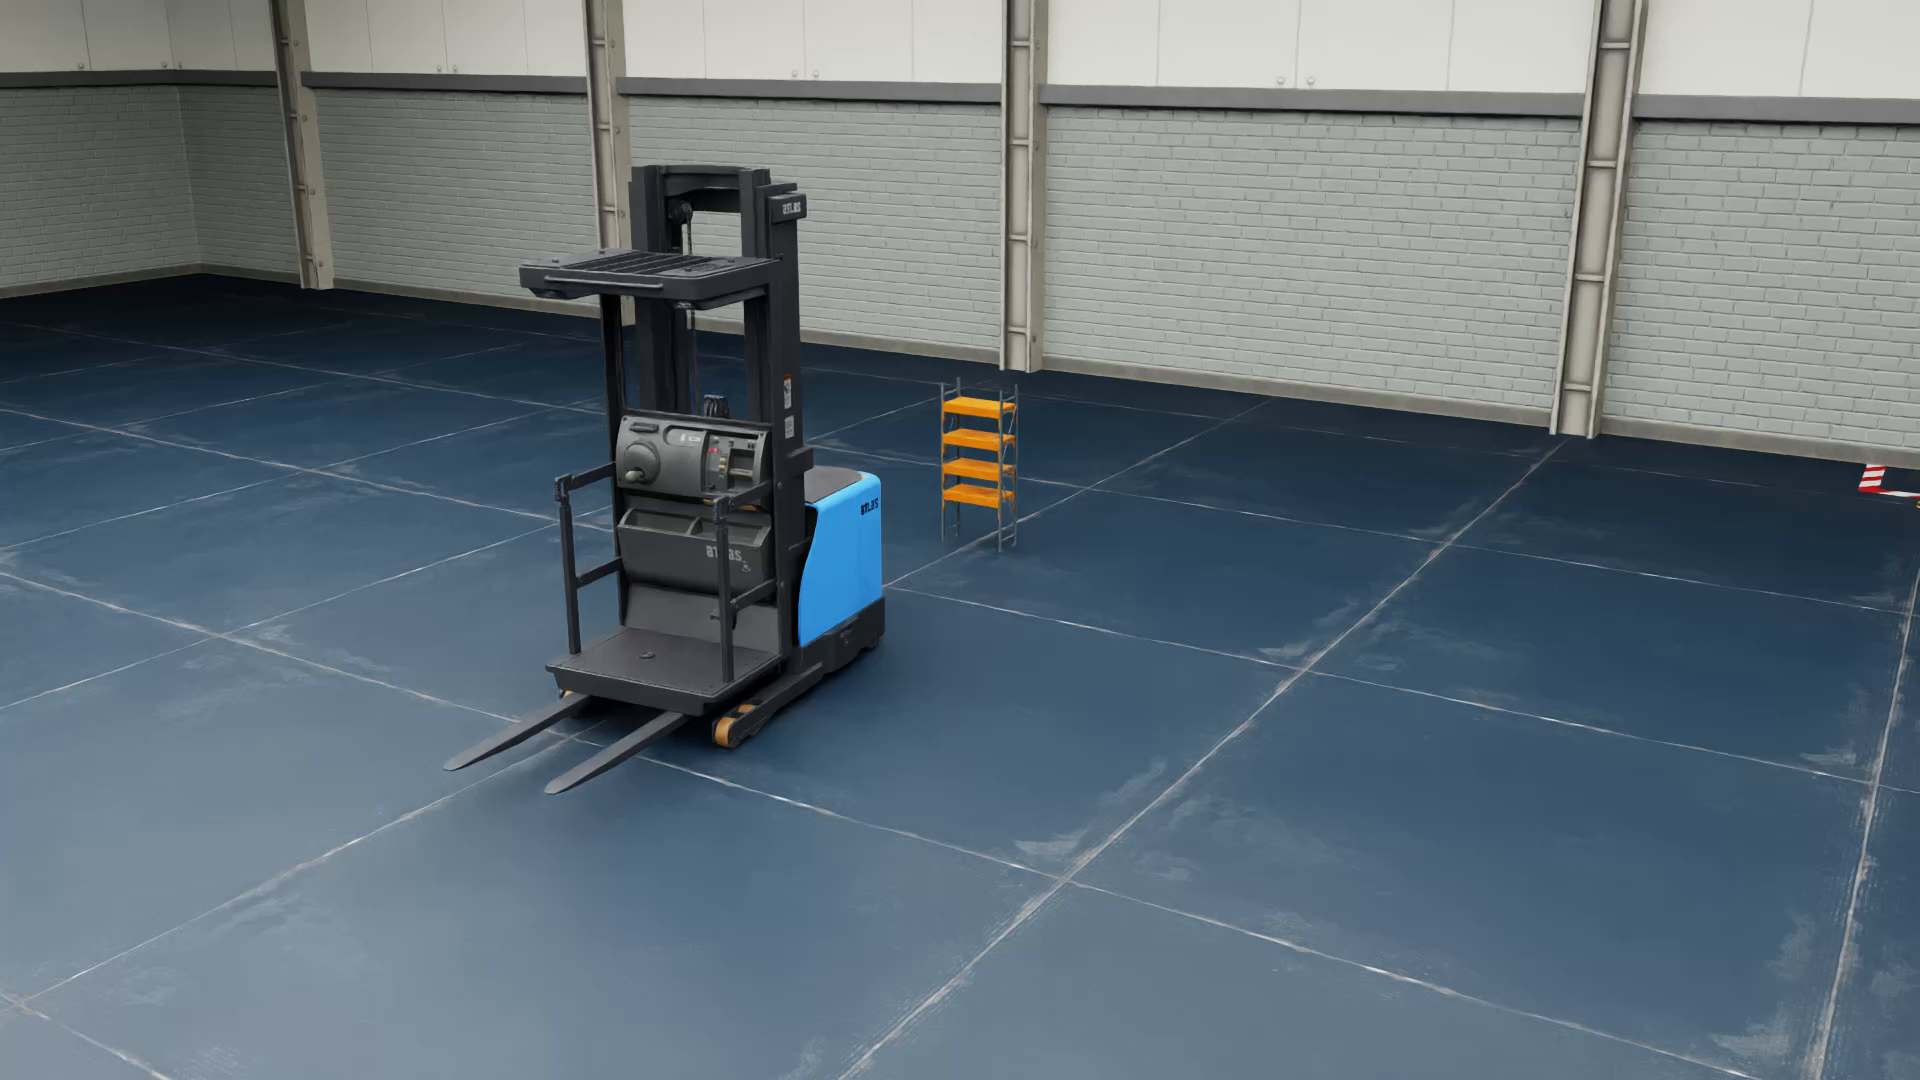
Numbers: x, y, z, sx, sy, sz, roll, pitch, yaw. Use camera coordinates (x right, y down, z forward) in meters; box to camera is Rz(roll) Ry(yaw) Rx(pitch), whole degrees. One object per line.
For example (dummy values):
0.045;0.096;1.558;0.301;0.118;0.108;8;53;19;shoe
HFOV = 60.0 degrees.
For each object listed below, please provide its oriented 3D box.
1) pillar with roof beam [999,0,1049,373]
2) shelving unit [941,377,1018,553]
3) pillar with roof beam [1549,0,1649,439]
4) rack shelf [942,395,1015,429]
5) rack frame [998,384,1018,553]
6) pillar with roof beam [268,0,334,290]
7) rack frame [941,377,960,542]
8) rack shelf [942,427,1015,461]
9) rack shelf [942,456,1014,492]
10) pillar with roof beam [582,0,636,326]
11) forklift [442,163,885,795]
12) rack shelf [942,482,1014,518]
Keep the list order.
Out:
-1.563;-5.161;13.888;0.400;9.000;9.100;10;20;30;pillar with roof beam
0.141;-0.549;12.124;0.503;1.200;0.258;10;20;30;shelving unit
3.549;-4.248;10.884;0.400;9.000;9.100;10;20;30;pillar with roof beam
0.141;-0.925;12.010;0.480;0.148;0.258;10;20;30;rack shelf
0.349;-0.512;12.002;0.015;1.200;0.240;10;20;30;rack frame
-11.789;-6.986;19.897;0.400;9.000;9.100;10;20;30;pillar with roof beam
-0.067;-0.586;12.246;0.015;1.200;0.240;10;20;30;rack frame
0.141;-0.699;12.078;0.480;0.148;0.258;10;20;30;rack shelf
0.141;-0.485;12.143;0.480;0.148;0.258;10;20;30;rack shelf
-6.676;-6.073;16.893;0.400;9.000;9.100;10;20;30;pillar with roof beam
-1.547;-0.448;8.812;1.130;2.935;3.031;8;19;24;forklift
0.141;-0.295;12.201;0.480;0.148;0.258;10;20;30;rack shelf
